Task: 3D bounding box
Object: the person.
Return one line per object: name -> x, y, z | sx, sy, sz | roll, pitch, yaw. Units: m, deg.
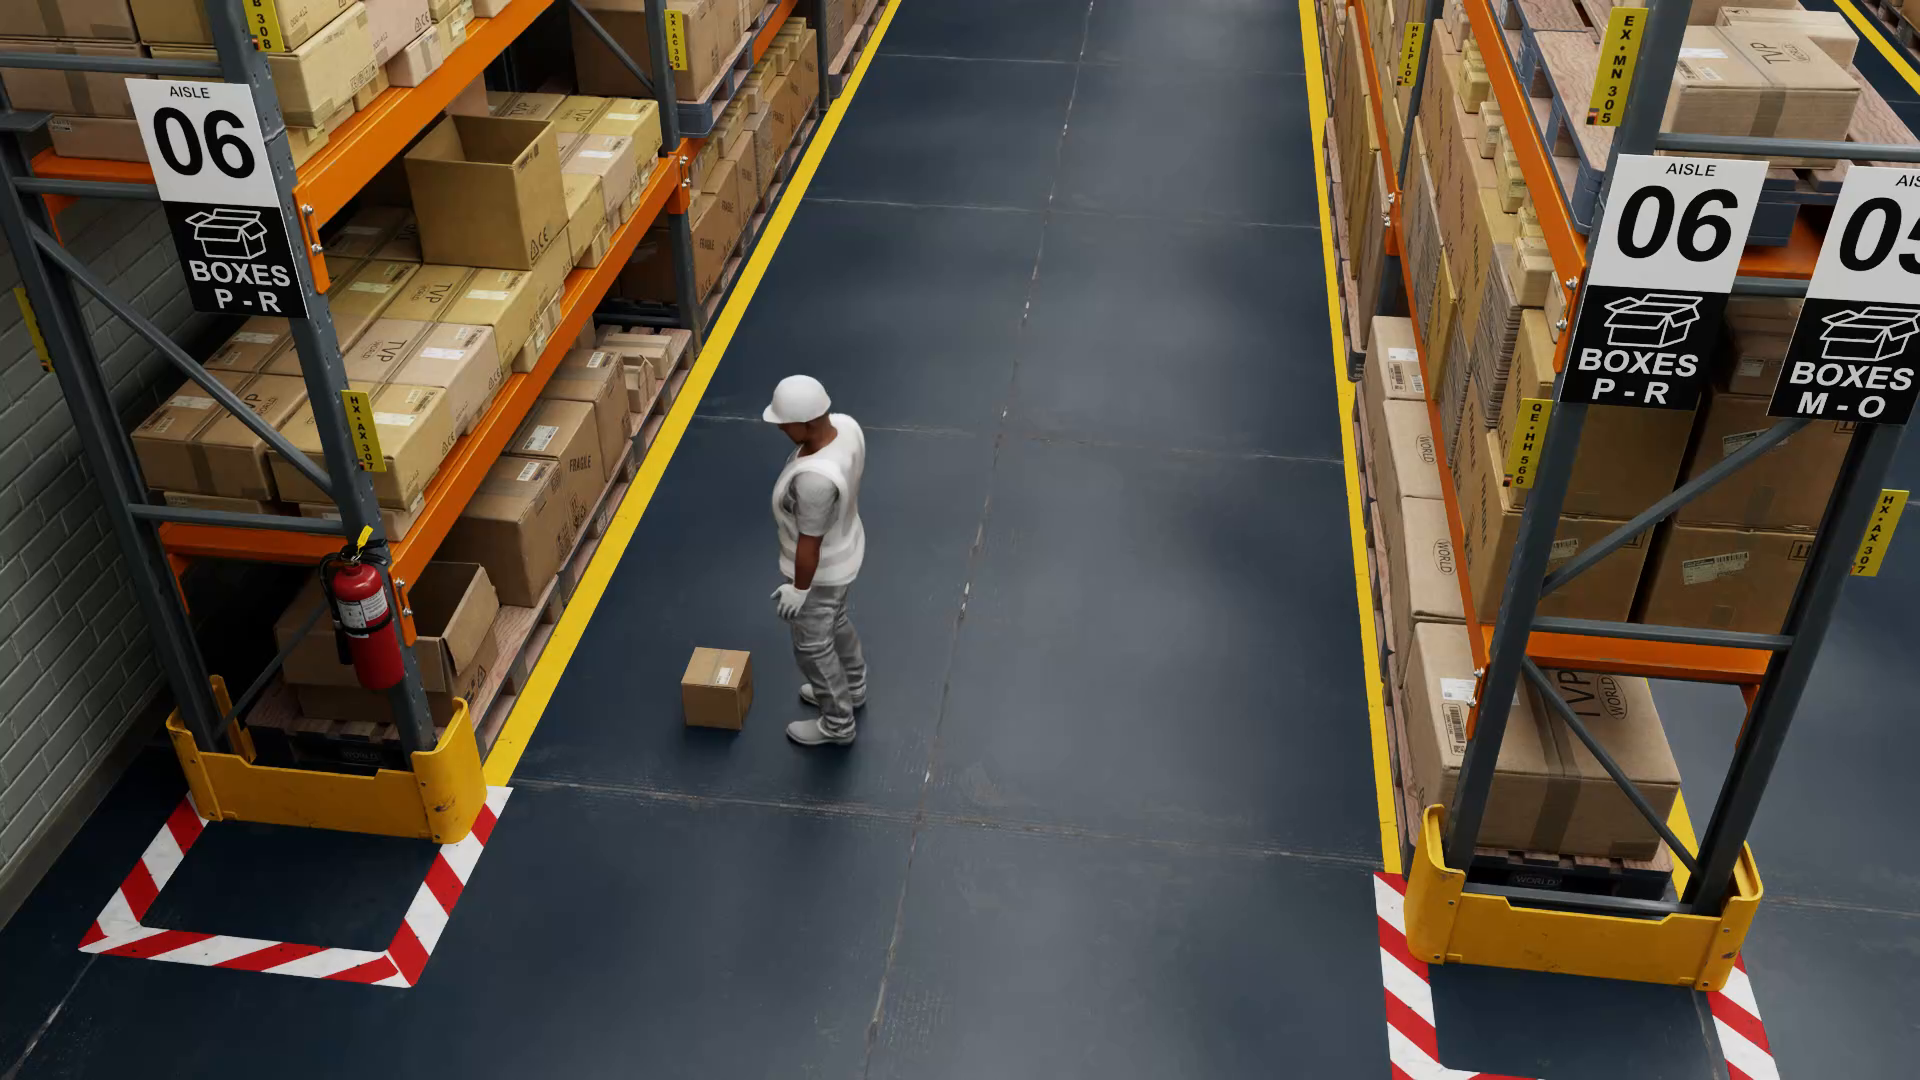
person -> -0.583, 0.094, 6.902 | 0.367, 1.772, 0.549 | 5, 36, 7
